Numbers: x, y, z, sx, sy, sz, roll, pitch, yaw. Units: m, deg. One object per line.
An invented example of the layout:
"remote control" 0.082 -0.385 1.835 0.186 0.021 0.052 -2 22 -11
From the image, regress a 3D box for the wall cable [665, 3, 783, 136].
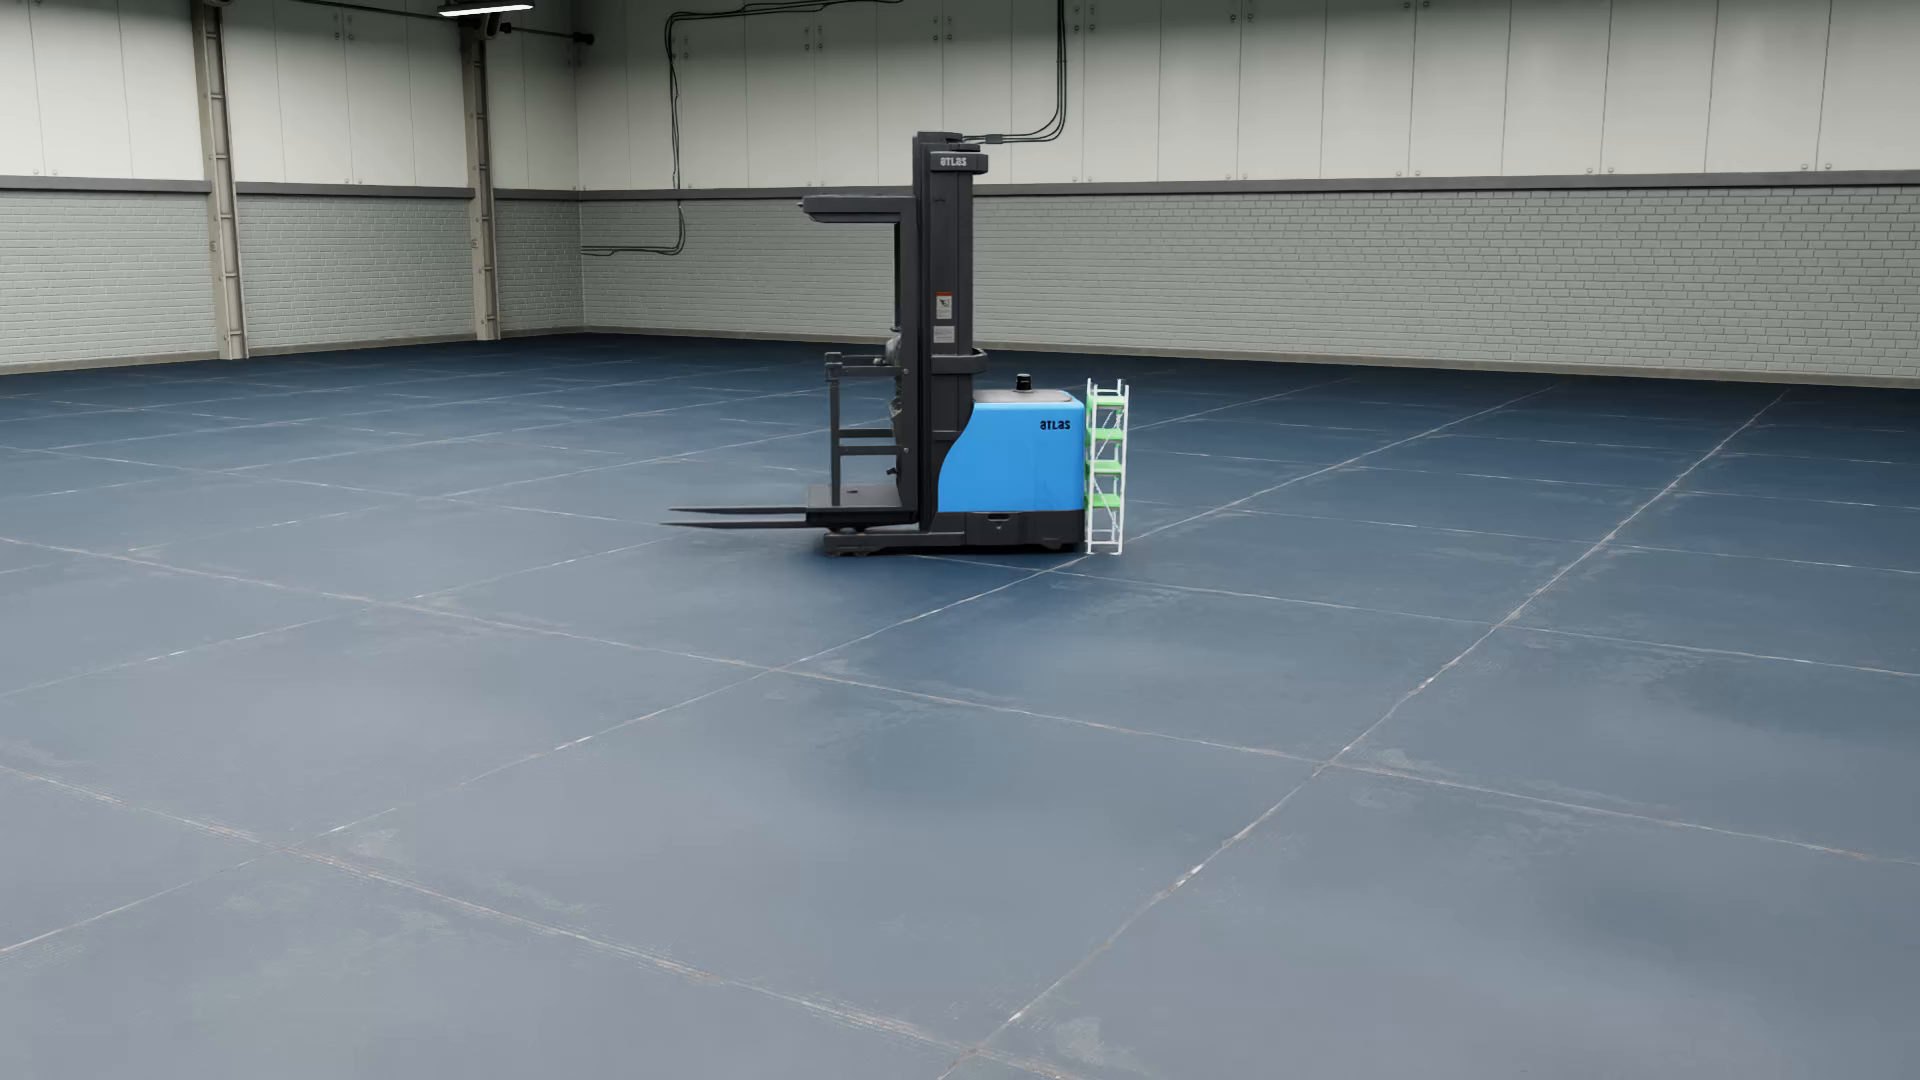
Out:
"wall cable" -4.874 -9.643 34.138 3.097 2.526 0.112 6 12 31

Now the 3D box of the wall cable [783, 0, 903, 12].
"wall cable" -2.229 -11.583 32.140 3.097 2.526 0.112 6 12 31

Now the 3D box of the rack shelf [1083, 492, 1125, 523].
"rack shelf" 1.030 -0.234 11.994 0.258 0.148 0.480 1 11 -1

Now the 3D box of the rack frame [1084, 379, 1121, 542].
"rack frame" 1.034 -0.578 12.178 0.240 1.200 0.015 1 11 -1

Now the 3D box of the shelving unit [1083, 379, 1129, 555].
"shelving unit" 1.037 -0.533 11.939 0.258 1.200 0.503 1 11 -1

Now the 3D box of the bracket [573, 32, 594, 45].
"bracket" -8.096 -10.782 35.725 0.235 0.232 0.430 6 12 31

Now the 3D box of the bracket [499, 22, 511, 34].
"bracket" -9.326 -10.409 33.734 0.235 0.232 0.430 6 12 31

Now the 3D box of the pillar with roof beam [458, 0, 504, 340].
"pillar with roof beam" -6.166 -8.197 31.701 9.100 9.000 0.548 6 12 31

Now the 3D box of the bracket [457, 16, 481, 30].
"bracket" -9.757 -10.279 33.037 0.235 0.232 0.430 6 12 31

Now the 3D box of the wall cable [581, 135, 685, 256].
"wall cable" -7.186 -7.419 35.983 3.097 2.526 0.112 6 12 31

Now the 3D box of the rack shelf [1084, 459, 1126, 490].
"rack shelf" 1.036 -0.470 11.950 0.258 0.148 0.480 1 11 -1

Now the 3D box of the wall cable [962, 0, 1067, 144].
"wall cable" 0.920 -9.708 30.527 2.305 6.003 0.169 6 12 31

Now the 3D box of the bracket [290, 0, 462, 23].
"bracket" -11.095 -9.874 30.872 0.076 0.066 4.783 6 12 31

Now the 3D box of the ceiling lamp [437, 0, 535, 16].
"ceiling lamp" -7.792 -10.416 27.691 2.000 3.185 0.800 6 12 31

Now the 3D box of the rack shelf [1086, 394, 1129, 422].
"rack shelf" 1.047 -0.942 11.862 0.258 0.148 0.480 1 11 -1

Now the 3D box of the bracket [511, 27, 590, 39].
"bracket" -8.403 -10.689 35.229 0.076 0.066 3.189 6 12 31

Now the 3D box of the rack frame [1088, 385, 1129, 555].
"rack frame" 1.041 -0.488 11.699 0.240 1.200 0.015 1 11 -1

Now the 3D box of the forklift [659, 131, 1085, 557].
"forklift" -0.648 -1.421 11.996 3.031 2.935 1.130 -1 11 -4

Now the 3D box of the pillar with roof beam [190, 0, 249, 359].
"pillar with roof beam" -9.281 -7.254 26.660 9.100 9.000 0.548 6 12 31

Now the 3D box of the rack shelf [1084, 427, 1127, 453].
"rack shelf" 1.041 -0.706 11.906 0.258 0.148 0.480 1 11 -1
